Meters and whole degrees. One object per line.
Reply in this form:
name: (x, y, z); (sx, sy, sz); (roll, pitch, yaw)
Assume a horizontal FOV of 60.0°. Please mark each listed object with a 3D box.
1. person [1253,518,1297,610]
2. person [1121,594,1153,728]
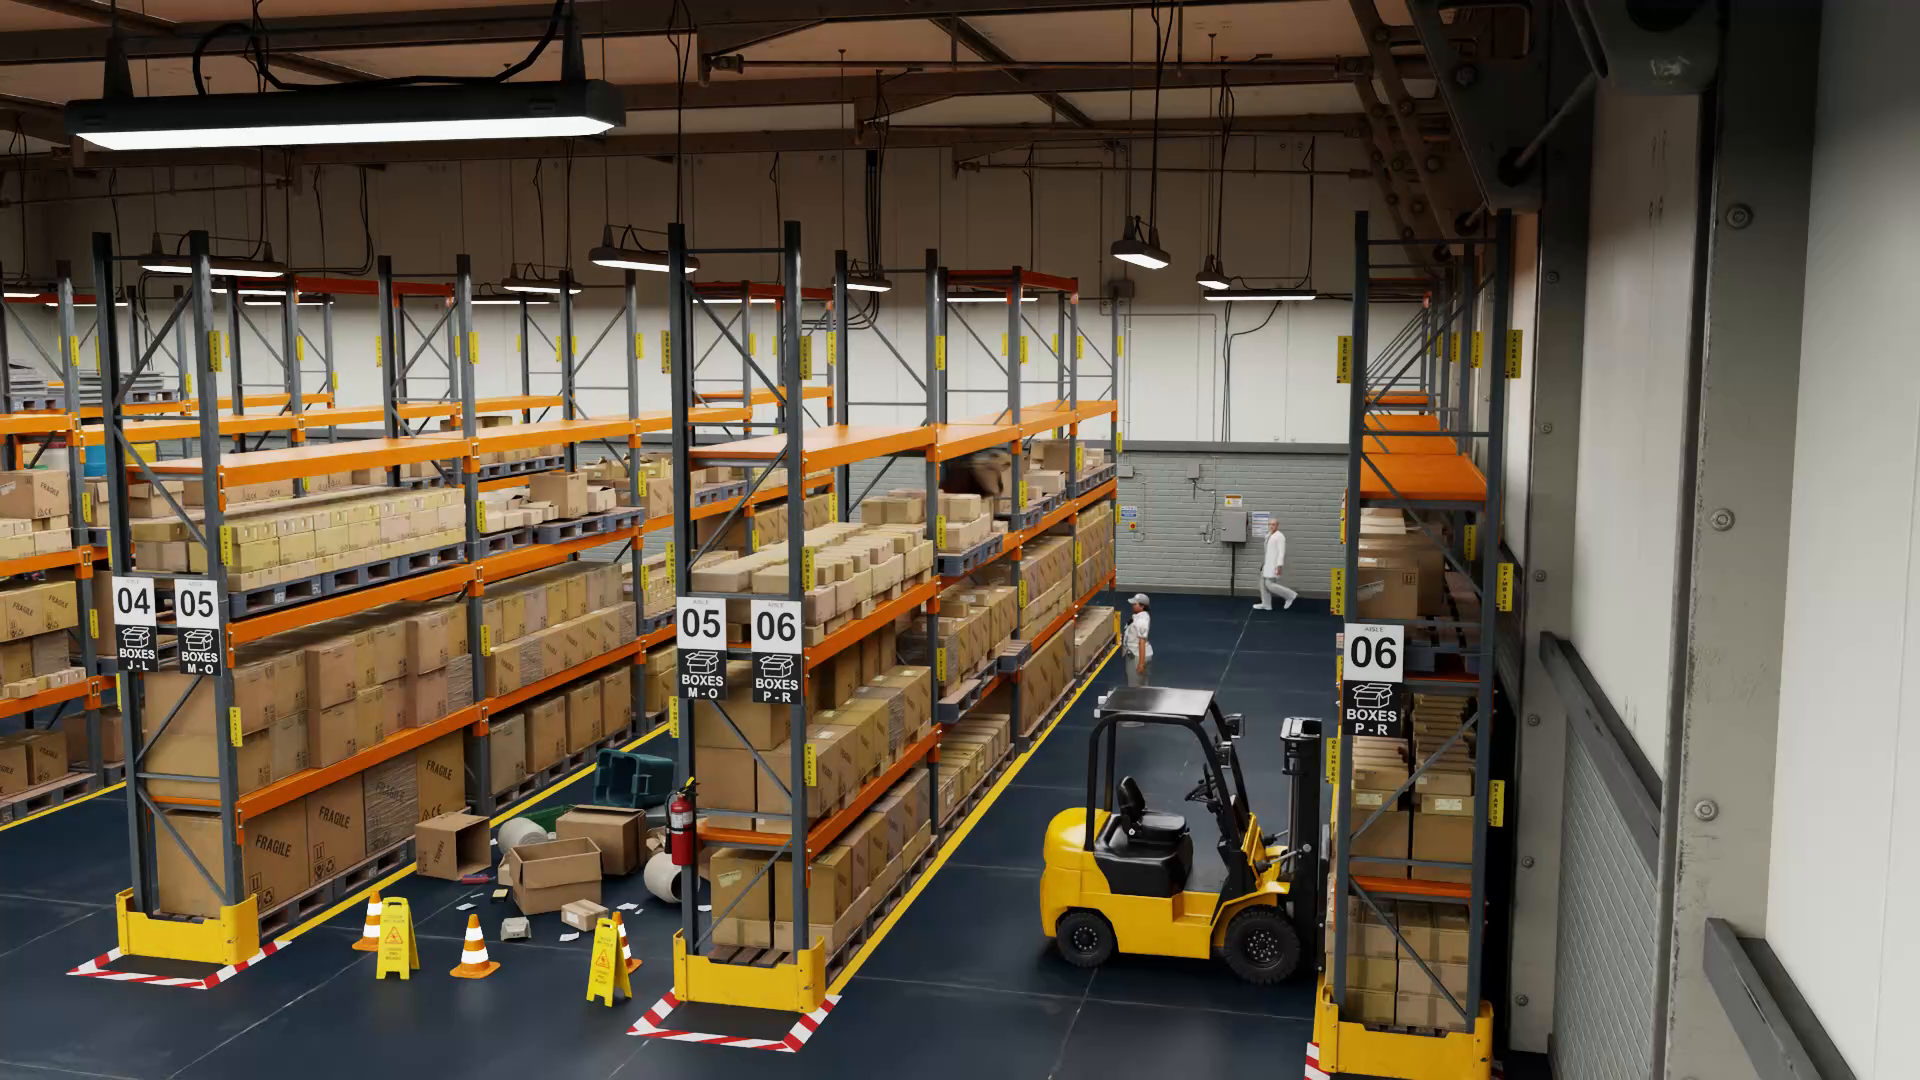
person: (5.957, 0.460, 31.406); (0.806, 1.747, 0.626); (1, 7, 6)
person: (2.223, 1.501, 20.898); (0.387, 1.665, 0.539); (3, 7, 20)
